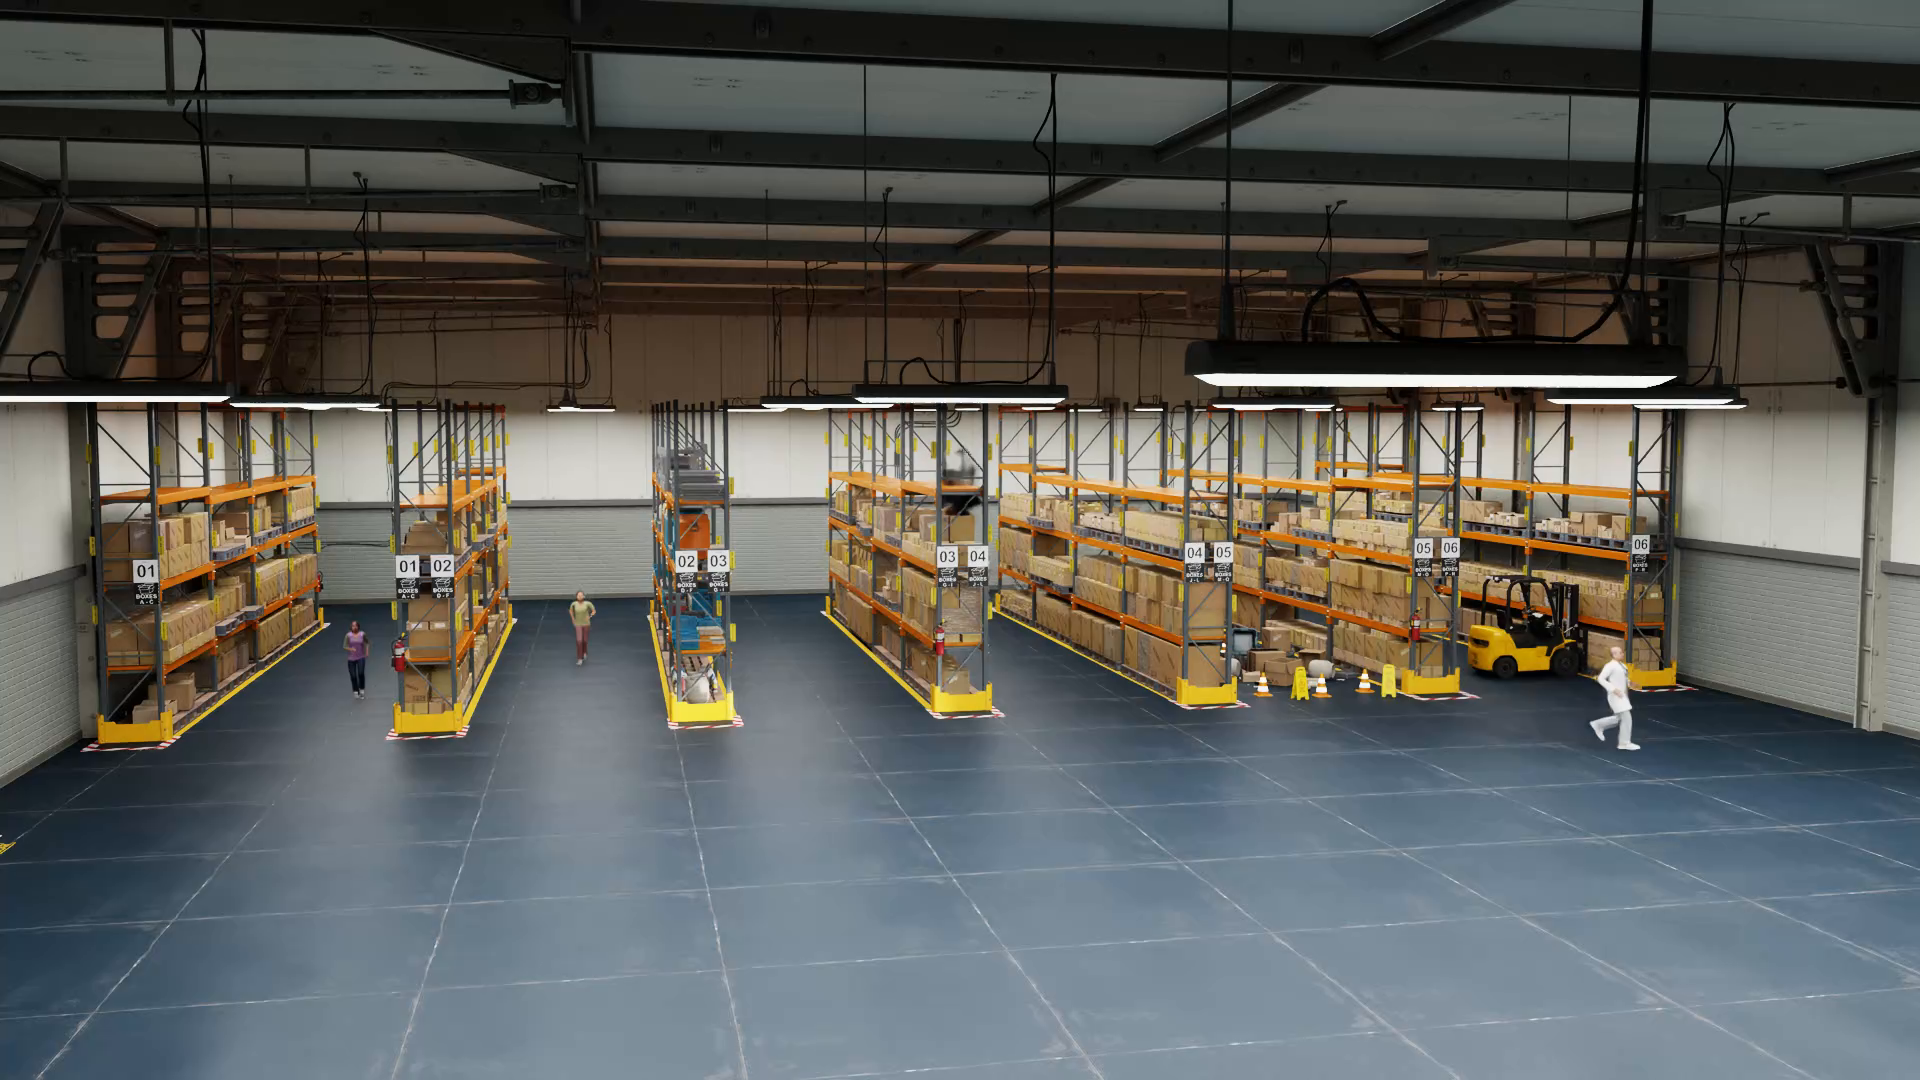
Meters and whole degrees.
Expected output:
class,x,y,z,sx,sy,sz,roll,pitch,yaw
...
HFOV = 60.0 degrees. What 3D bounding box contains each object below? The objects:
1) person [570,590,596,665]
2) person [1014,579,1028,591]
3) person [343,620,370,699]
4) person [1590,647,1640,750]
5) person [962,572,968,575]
class,x,y,z,sx,sy,sz,roll,pitch,yaw
person,-8.702,2.006,38.406,0.591,1.715,0.777,-1,4,-9
person,1.916,1.065,50.150,0.656,1.751,0.673,0,4,-5
person,-12.113,2.404,33.395,0.510,1.578,0.644,-1,5,-18
person,11.243,2.701,28.518,0.896,1.745,0.720,4,6,42
person,0.091,1.223,49.381,0.764,1.686,0.604,4,6,44
